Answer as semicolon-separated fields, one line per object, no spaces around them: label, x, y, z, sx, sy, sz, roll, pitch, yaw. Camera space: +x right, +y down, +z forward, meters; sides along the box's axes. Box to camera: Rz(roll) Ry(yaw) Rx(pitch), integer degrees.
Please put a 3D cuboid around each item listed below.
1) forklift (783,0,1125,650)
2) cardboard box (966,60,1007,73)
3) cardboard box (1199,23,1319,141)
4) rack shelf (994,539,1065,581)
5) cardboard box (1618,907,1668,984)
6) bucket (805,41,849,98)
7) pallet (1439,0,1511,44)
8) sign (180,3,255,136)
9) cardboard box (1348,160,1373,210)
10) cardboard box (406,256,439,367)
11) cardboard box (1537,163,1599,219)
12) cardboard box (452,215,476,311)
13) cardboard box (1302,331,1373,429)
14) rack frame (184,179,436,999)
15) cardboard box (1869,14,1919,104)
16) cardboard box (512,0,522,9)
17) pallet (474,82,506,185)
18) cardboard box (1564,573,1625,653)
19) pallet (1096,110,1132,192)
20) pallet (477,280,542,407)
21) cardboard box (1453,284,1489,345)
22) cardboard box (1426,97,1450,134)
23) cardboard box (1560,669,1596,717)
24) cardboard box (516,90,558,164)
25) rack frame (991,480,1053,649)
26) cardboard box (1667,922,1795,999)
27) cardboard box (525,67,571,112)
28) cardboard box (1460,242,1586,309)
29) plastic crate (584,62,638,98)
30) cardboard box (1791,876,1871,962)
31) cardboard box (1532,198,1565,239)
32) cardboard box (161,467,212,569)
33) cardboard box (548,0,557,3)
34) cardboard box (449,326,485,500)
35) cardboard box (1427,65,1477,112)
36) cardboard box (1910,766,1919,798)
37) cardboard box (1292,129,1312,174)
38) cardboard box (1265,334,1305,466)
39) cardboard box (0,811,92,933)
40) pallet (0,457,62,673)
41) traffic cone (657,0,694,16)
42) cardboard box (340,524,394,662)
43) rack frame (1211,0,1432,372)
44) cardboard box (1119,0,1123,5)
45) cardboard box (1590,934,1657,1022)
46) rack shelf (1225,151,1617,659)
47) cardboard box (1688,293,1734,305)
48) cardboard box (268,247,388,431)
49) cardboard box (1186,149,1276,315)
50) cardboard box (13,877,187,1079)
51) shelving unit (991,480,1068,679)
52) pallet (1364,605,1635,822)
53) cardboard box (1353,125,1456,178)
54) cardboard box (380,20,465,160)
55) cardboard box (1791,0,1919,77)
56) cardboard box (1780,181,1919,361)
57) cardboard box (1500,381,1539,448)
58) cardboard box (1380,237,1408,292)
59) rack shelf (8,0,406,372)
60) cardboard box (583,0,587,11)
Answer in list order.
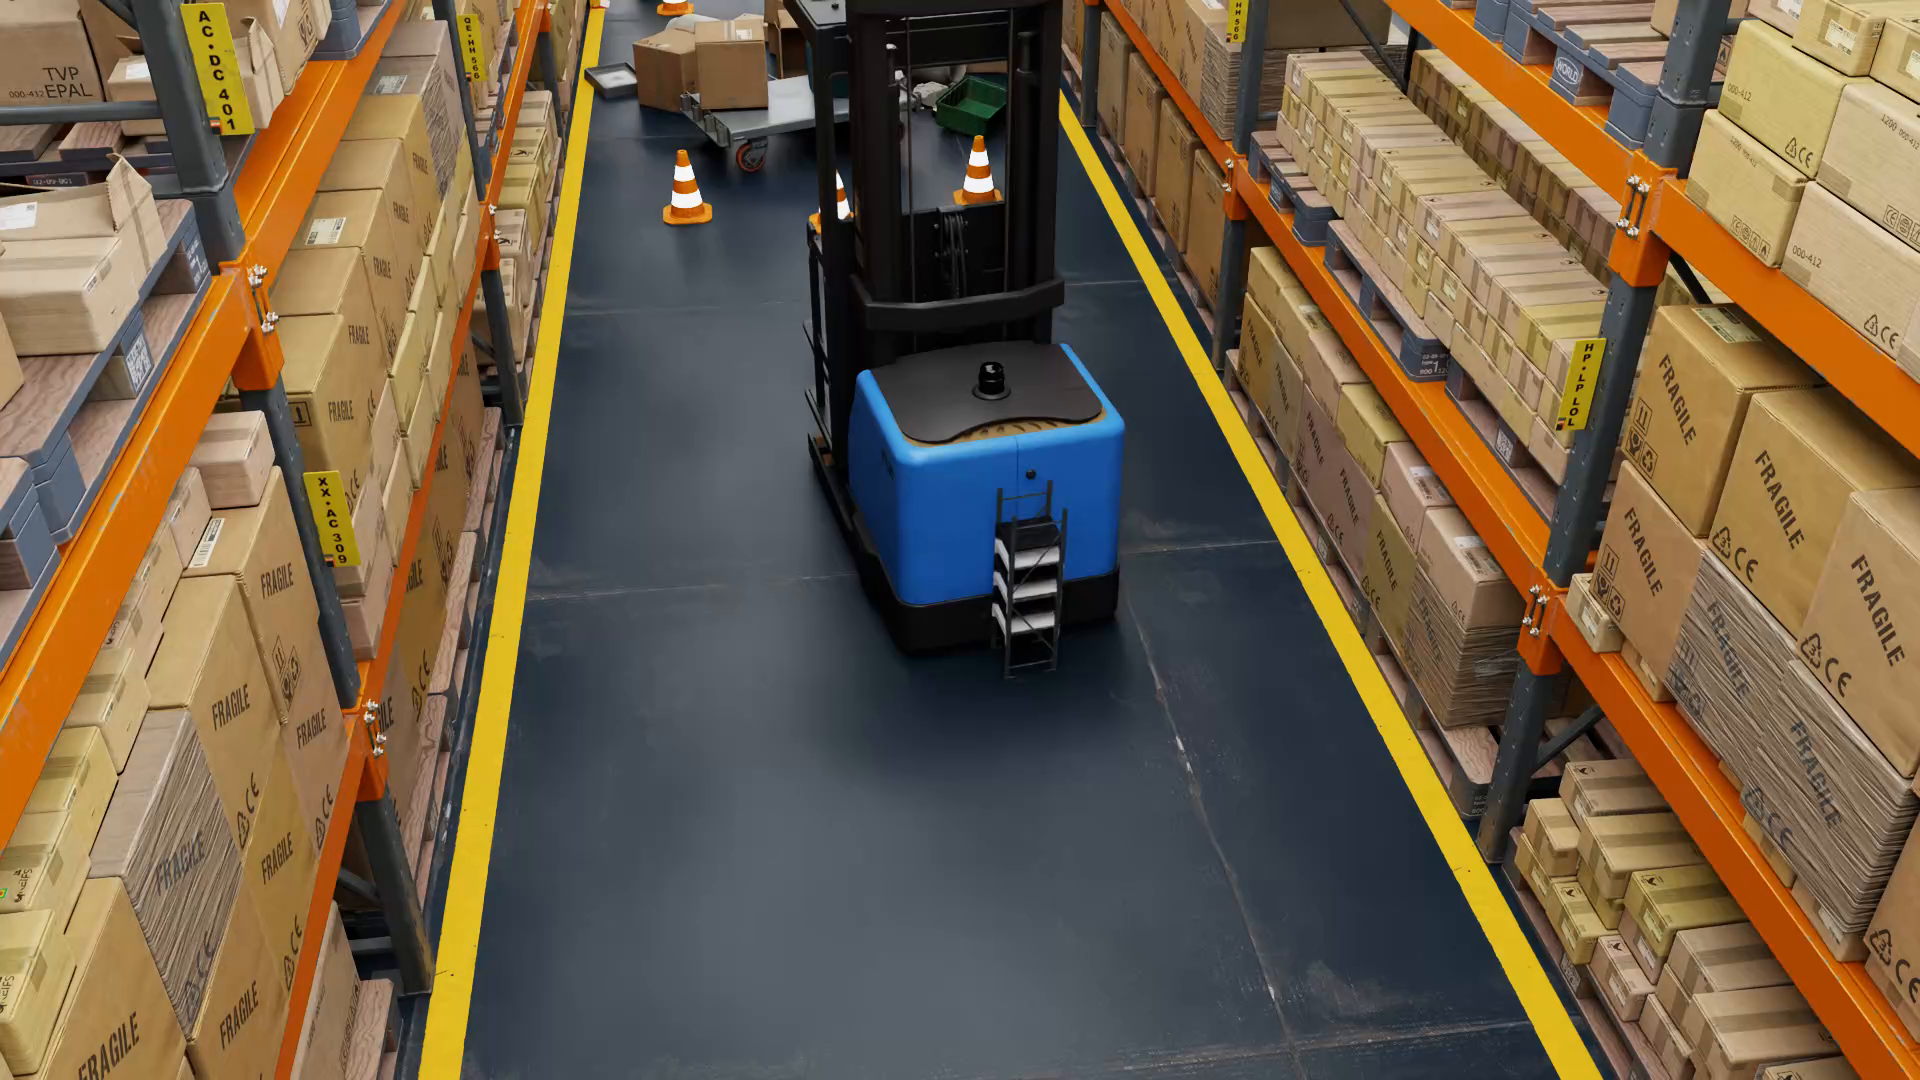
forklift;-0.172;-1.548;7.919;1.130;2.935;3.031;-9;35;-13
cardboard box;0.217;-4.277;14.080;0.500;0.500;0.500;1;34;2
cardboard box;1.654;-2.561;9.255;0.500;0.500;0.500;-4;35;-6
rack shelf;0.295;0.066;7.083;0.258;0.077;0.200;-9;39;-13
cardboard box;2.442;1.319;5.545;0.380;0.149;0.250;-5;35;-7
bucket;-0.860;-3.697;12.569;0.726;0.611;0.620;7;45;10
pallet;2.399;-2.149;6.244;1.213;0.211;1.003;-4;35;-6
sign;-1.823;-1.154;4.087;0.100;0.325;0.005;-4;35;-6
cardboard box;1.991;-1.617;7.545;0.380;0.149;0.250;-4;35;-6
cardboard box;-2.362;-0.891;6.583;0.500;0.250;0.500;-5;35;-8
cardboard box;2.707;-1.498;7.107;0.380;0.149;0.250;-3;34;-5
cardboard box;-2.501;-1.249;7.552;0.500;0.250;0.500;-4;34;-6
cardboard box;1.956;-0.776;7.906;0.500;0.250;0.500;-4;34;-6
rack frame;-2.373;0.375;5.036;1.000;3.000;0.127;-4;35;-6
cardboard box;2.411;-1.135;3.923;0.380;0.149;0.250;-5;35;-7
cardboard box;-2.980;-3.461;10.516;0.380;0.149;0.250;-4;34;-6
pallet;-3.112;-2.168;8.937;1.213;0.211;1.003;-4;35;-6
cardboard box;2.233;0.230;5.472;0.380;0.149;0.250;-3;34;-5
pallet;1.621;-2.944;12.382;1.003;0.211;1.213;-4;35;-6
pallet;-3.014;-1.141;9.737;1.003;0.211;1.213;-4;35;-6
cardboard box;2.161;-0.894;6.484;0.380;0.149;0.250;-5;35;-8
cardboard box;2.536;-2.091;8.241;0.380;0.149;0.250;-3;34;-5
cardboard box;2.682;0.371;6.889;0.500;0.500;0.500;-3;34;-5
cardboard box;-3.376;-2.885;11.780;0.950;0.372;0.625;-4;34;-6
rack frame;0.265;0.120;7.250;0.240;0.900;0.006;-9;39;-13
cardboard box;2.479;1.350;5.236;0.380;0.149;0.250;-5;35;-8
cardboard box;-3.260;-3.476;12.756;0.500;0.250;0.500;-6;35;-9
cardboard box;2.166;-1.022;6.408;0.380;0.149;0.250;-4;35;-7
plastic crate;-2.847;-3.821;13.786;0.402;0.080;0.583;-16;38;-23
cardboard box;2.458;0.961;4.399;0.380;0.149;0.250;-3;34;-4
cardboard box;2.709;-1.376;7.192;0.380;0.149;0.250;-5;35;-7
cardboard box;-2.088;-0.045;4.099;0.380;0.149;0.250;-4;34;-5
cardboard box;-3.218;-4.129;12.471;0.380;0.149;0.250;-4;34;-6
cardboard box;-2.900;-0.761;8.217;0.875;0.875;0.875;-5;35;-7
cardboard box;2.532;-2.225;8.173;0.380;0.149;0.250;-5;35;-7
cardboard box;2.527;0.495;3.620;0.500;0.500;0.500;-6;35;-8
cardboard box;1.877;-1.944;8.289;0.380;0.149;0.250;-3;34;-4
cardboard box;1.894;-0.735;8.511;0.500;0.500;0.500;-4;34;-6
cardboard box;-1.859;0.654;3.074;0.380;0.149;0.250;-4;35;-6
pallet;-2.112;0.309;2.549;1.003;0.211;1.213;-4;35;-6
traffic cone;-2.651;-5.131;15.368;0.336;0.463;0.334;-4;35;-6
cardboard box;-2.170;0.171;5.468;0.500;0.250;0.500;-5;35;-7
rack frame;1.981;-2.289;8.945;1.000;3.000;0.127;-4;35;-6
cardboard box;1.316;-3.966;11.318;0.500;0.500;0.500;-4;34;-6
cardboard box;2.370;1.459;5.604;0.380;0.149;0.250;-5;35;-7
rack shelf;2.250;-0.875;7.509;1.077;0.370;4.000;-4;35;-6
cardboard box;2.878;-0.782;6.055;0.380;0.149;0.250;-3;34;-5
cardboard box;-2.243;-0.629;5.532;0.500;0.500;0.500;-5;35;-7
cardboard box;1.988;-1.879;9.968;1.050;0.750;0.750;-5;35;-7
cardboard box;-1.838;1.010;3.127;0.500;0.500;0.500;-4;35;-6
shelving unit;0.292;0.181;7.173;0.258;0.900;0.210;-9;39;-13
pallet;2.413;0.662;7.092;1.003;0.211;1.213;-4;35;-6
cardboard box;1.992;-1.746;7.470;0.380;0.149;0.250;-3;34;-4
cardboard box;-2.582;-2.043;7.608;0.500;0.500;0.500;-5;35;-8
cardboard box;2.321;-1.270;4.122;0.380;0.149;0.250;-6;35;-8
cardboard box;2.396;-0.677;4.049;0.500;0.250;0.500;-5;35;-7
cardboard box;2.233;-0.478;6.138;0.380;0.149;0.250;-4;34;-6
cardboard box;2.055;-1.208;7.210;0.380;0.149;0.250;-5;35;-8
rack shelf;-2.642;-1.683;6.032;1.077;0.370;4.000;-4;35;-6
cardboard box;-3.608;-4.915;14.867;0.500;0.250;0.500;-5;35;-7
